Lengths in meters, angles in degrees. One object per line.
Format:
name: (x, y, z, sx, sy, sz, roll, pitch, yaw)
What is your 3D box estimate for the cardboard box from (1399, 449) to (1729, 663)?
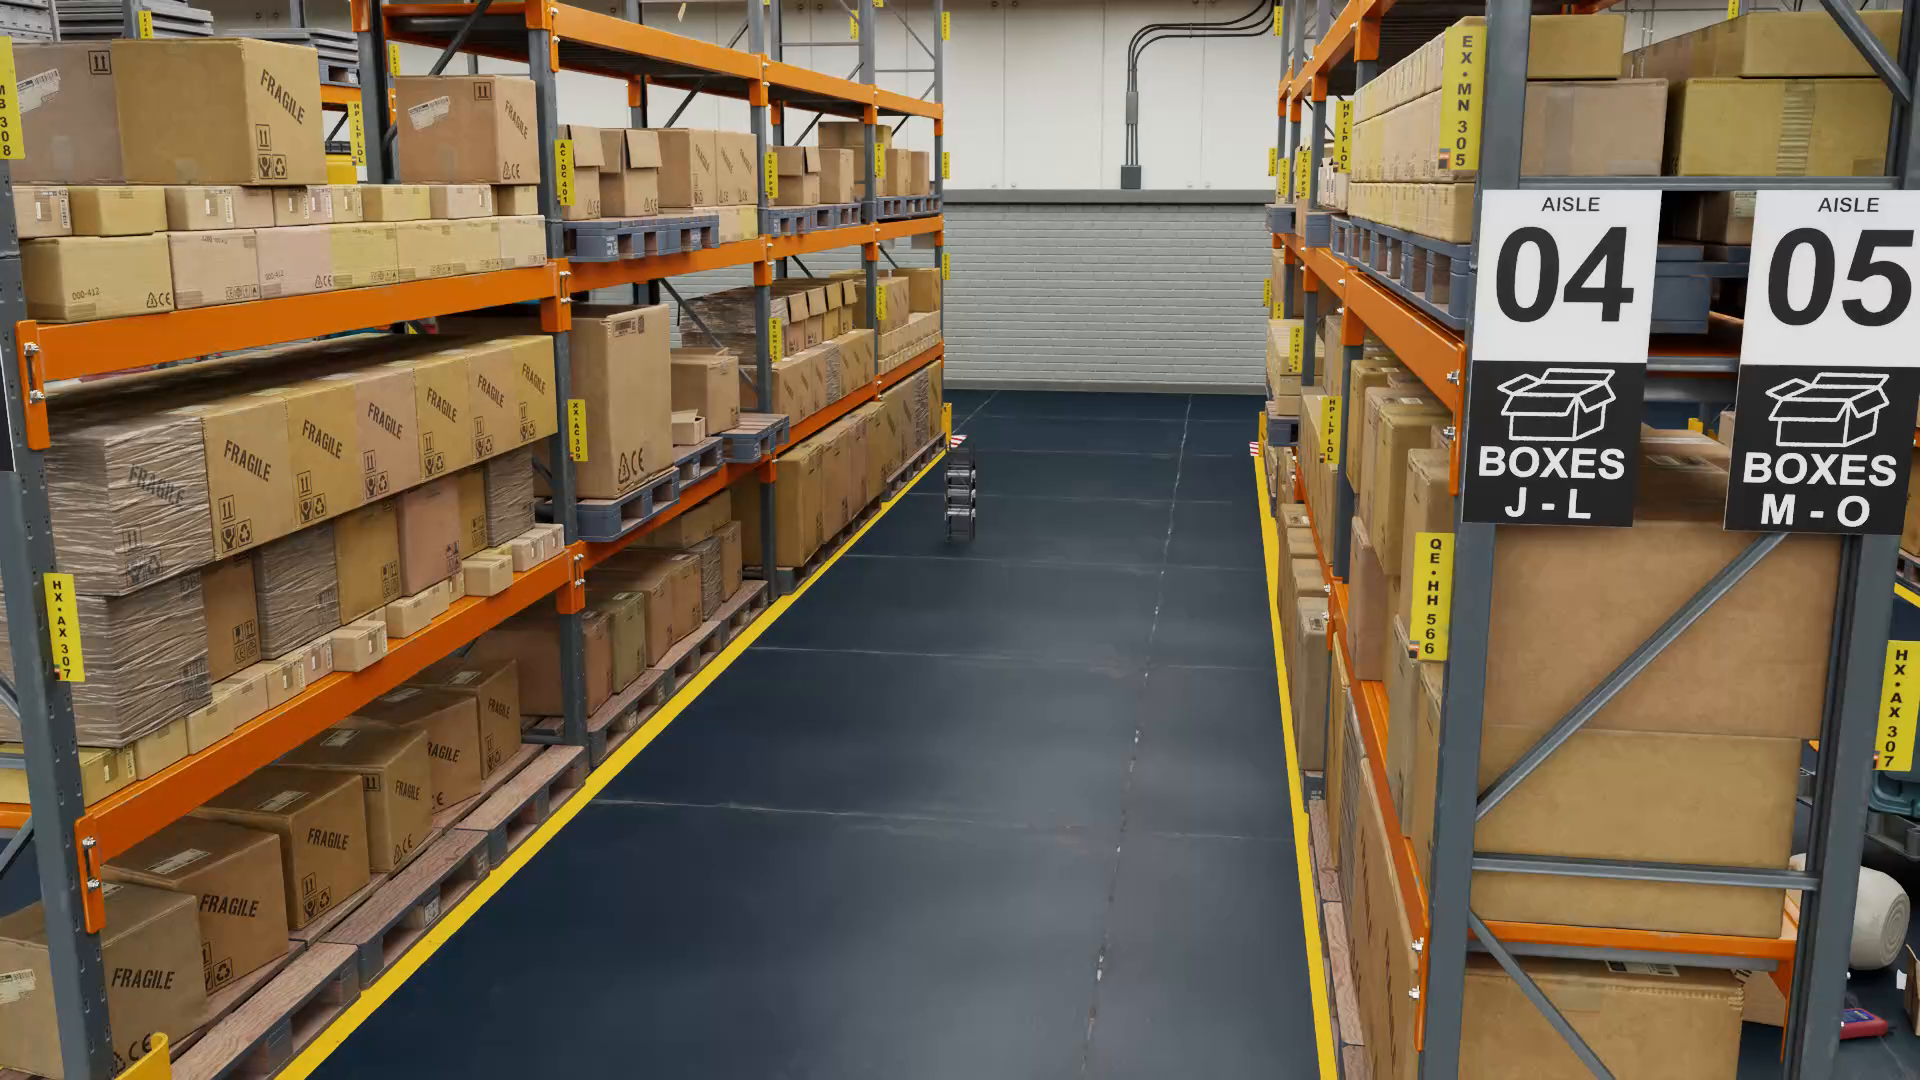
cardboard box: (1.805, 0.050, 4.979, 0.875, 0.550, 0.550, 2, 12, 9)

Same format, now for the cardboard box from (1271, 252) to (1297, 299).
cardboard box: (3.673, -2.871, 18.137, 0.500, 0.500, 0.500, 2, 12, 7)

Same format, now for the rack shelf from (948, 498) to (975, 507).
rack shelf: (0.001, -0.321, 15.189, 0.258, 0.077, 0.200, 2, 12, 9)

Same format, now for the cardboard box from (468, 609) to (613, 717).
cardboard box: (-2.438, 0.710, 9.725, 0.700, 0.500, 0.500, 1, 12, 4)

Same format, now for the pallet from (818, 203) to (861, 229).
pallet: (-1.416, -3.016, 15.457, 0.805, 0.209, 1.217, 1, 12, 6)

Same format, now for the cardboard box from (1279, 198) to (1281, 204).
cardboard box: (3.614, -3.470, 17.466, 0.500, 0.250, 0.500, 2, 12, 8)

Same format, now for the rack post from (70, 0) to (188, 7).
rack post: (-6.809, -4.513, 13.607, 0.624, 0.289, 0.986, 2, 12, 9)

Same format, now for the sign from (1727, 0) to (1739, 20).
sign: (8.537, -5.833, 18.362, 0.100, 0.325, 0.005, 2, 12, 9)

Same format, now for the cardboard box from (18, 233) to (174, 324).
cardboard box: (-2.839, -0.822, 5.181, 0.500, 0.250, 0.500, 2, 12, 10)

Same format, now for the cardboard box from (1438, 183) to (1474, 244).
cardboard box: (1.433, -0.833, 4.239, 0.380, 0.149, 0.250, 2, 12, 9)

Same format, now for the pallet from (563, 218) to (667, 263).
pallet: (-2.353, -1.669, 9.202, 1.213, 0.211, 1.003, 2, 12, 9)

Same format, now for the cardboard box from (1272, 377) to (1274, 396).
cardboard box: (2.730, -1.234, 13.455, 0.380, 0.149, 0.250, 1, 12, 6)

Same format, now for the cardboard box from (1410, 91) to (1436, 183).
cardboard box: (1.594, -1.163, 4.823, 0.500, 0.250, 0.500, 2, 12, 9)

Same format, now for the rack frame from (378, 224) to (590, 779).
rack frame: (-2.554, -0.170, 8.918, 1.000, 3.000, 0.127, 2, 12, 9)

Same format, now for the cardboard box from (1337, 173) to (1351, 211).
cardboard box: (2.304, -1.899, 8.946, 0.500, 0.250, 0.500, 2, 12, 8)

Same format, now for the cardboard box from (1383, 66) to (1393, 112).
cardboard box: (1.706, -1.594, 5.876, 0.380, 0.149, 0.250, 2, 12, 8)

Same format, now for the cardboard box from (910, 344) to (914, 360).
cardboard box: (-0.711, -2.088, 18.414, 0.380, 0.149, 0.250, 2, 12, 7)

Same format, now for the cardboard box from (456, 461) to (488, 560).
cardboard box: (-2.796, -0.170, 7.973, 0.875, 0.500, 0.500, 2, 12, 9)

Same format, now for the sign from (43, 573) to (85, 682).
sign: (-2.633, 0.257, 4.882, 0.100, 0.325, 0.005, 2, 12, 9)

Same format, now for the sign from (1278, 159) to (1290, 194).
sign: (3.025, -3.388, 15.506, 0.100, 0.325, 0.005, 2, 12, 9)

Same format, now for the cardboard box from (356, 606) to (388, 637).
cardboard box: (-2.656, 0.369, 7.016, 0.380, 0.149, 0.250, 2, 12, 9)

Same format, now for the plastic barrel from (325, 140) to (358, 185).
plastic barrel: (-6.157, -3.563, 16.098, 0.600, 0.588, 0.600, 0, 12, 0)

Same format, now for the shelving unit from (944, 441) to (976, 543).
shelving unit: (0.001, -0.442, 15.163, 0.258, 0.900, 0.210, 2, 12, 9)

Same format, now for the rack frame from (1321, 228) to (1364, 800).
rack frame: (2.332, 0.012, 8.075, 1.000, 3.000, 0.127, 2, 12, 9)

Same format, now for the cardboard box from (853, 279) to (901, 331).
cardboard box: (-0.914, -2.468, 17.450, 0.500, 0.500, 0.500, 2, 12, 9)

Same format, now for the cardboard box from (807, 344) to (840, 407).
cardboard box: (-1.364, -1.462, 14.676, 0.500, 0.500, 0.500, 2, 12, 9)

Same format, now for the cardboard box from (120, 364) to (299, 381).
cardboard box: (-3.093, -0.455, 6.924, 0.500, 0.500, 0.500, 2, 12, 9)

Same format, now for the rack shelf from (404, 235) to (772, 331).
rack shelf: (-2.246, -1.701, 10.610, 1.077, 0.370, 4.000, 2, 12, 9)

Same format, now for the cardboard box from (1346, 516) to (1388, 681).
cardboard box: (2.025, 0.240, 6.662, 0.875, 0.550, 0.550, 2, 12, 9)

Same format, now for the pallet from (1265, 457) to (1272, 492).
pallet: (3.816, -0.686, 17.932, 1.003, 0.211, 1.213, 2, 12, 9)

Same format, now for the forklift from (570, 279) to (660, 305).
forklift: (-3.457, -1.590, 15.671, 1.130, 2.935, 3.031, 2, 12, 11)

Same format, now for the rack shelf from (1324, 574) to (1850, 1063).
rack shelf: (2.024, 0.780, 6.219, 1.077, 0.370, 4.000, 2, 12, 9)

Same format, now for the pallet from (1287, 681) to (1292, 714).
pallet: (2.561, 0.957, 10.307, 1.003, 0.211, 1.213, 2, 12, 9)

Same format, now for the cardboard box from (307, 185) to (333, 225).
cardboard box: (-2.672, -1.298, 6.443, 0.380, 0.149, 0.250, 2, 12, 8)

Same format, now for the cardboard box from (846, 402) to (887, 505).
cardboard box: (-1.402, -0.868, 16.204, 1.225, 0.875, 0.875, 2, 12, 9)

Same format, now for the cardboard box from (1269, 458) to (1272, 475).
cardboard box: (3.445, -0.773, 17.488, 0.380, 0.149, 0.250, 2, 12, 9)

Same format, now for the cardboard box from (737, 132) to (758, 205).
cardboard box: (-1.765, -2.655, 11.904, 0.500, 0.500, 0.500, 2, 12, 10)

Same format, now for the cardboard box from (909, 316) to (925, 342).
cardboard box: (-0.677, -2.419, 19.004, 0.500, 0.250, 0.500, 1, 12, 7)

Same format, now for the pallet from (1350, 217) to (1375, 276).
pallet: (2.196, -1.241, 6.979, 1.003, 0.211, 1.213, 2, 12, 9)

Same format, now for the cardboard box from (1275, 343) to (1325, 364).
cardboard box: (2.688, -1.473, 13.154, 0.380, 0.149, 0.250, 2, 12, 10)

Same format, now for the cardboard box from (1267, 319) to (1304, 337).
cardboard box: (3.047, -1.960, 15.410, 0.380, 0.149, 0.250, 3, 12, 12)

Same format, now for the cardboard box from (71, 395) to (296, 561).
cardboard box: (-2.731, -0.230, 5.879, 0.500, 0.500, 0.500, 2, 12, 9)

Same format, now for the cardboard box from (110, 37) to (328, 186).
cardboard box: (-2.674, -1.542, 6.037, 0.500, 0.500, 0.500, 2, 12, 8)

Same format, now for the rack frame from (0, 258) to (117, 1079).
rack frame: (-3.169, 0.663, 5.054, 1.000, 3.000, 0.127, 2, 12, 9)

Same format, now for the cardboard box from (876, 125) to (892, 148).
cardboard box: (-1.029, -4.384, 18.099, 0.500, 0.250, 0.500, 1, 12, 7)

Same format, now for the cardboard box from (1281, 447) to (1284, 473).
cardboard box: (3.108, -0.747, 14.753, 0.500, 0.250, 0.500, 2, 12, 10)

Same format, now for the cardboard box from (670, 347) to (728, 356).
cardboard box: (-1.982, -1.143, 12.199, 0.500, 0.500, 0.500, 0, 12, 2)

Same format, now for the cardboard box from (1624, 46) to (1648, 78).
cardboard box: (2.240, -1.414, 5.039, 0.380, 0.149, 0.250, 2, 12, 8)

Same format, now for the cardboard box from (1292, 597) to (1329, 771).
cardboard box: (2.338, 0.774, 8.881, 1.050, 0.750, 0.750, 2, 12, 8)

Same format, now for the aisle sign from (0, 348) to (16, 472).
aisle sign: (-2.882, -0.585, 4.676, 0.394, 0.787, 0.004, 2, 12, 9)

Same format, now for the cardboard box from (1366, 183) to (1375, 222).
cardboard box: (1.785, -1.309, 6.447, 0.380, 0.149, 0.250, 2, 12, 8)

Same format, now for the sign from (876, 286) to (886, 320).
sign: (-0.786, -2.347, 16.460, 0.100, 0.325, 0.005, 2, 12, 9)

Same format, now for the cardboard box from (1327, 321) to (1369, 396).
cardboard box: (2.792, -1.160, 10.902, 0.700, 0.500, 0.500, 2, 12, 8)

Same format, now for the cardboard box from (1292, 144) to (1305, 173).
cardboard box: (3.195, -3.058, 13.959, 0.797, 0.503, 0.637, 2, 12, 8)
